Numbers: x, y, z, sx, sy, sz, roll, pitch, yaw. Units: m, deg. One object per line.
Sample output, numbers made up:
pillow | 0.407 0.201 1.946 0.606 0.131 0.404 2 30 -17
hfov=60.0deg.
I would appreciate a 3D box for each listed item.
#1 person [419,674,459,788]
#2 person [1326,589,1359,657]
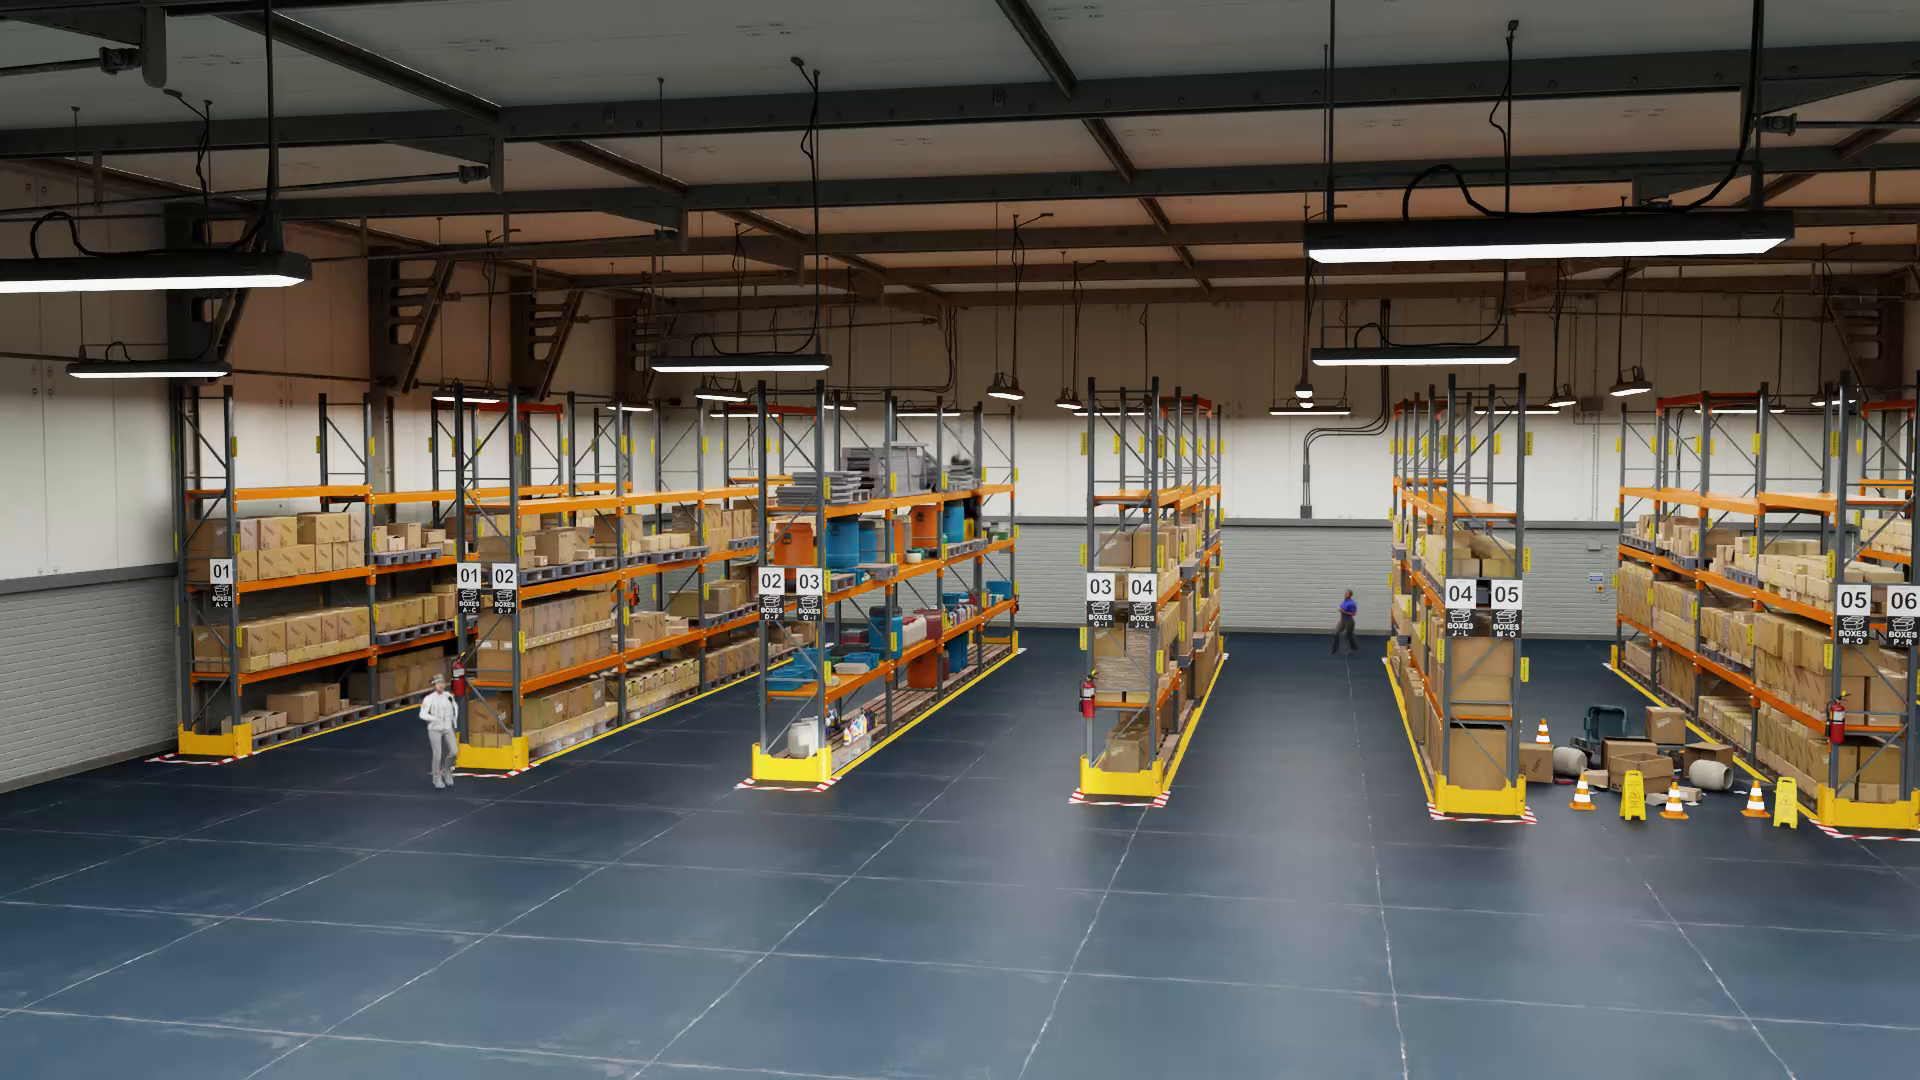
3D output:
person | -7.589 2.806 24.422 0.664 1.691 0.565 -3 4 -42
person | 9.242 1.978 39.565 0.795 1.648 0.696 -2 4 -28
